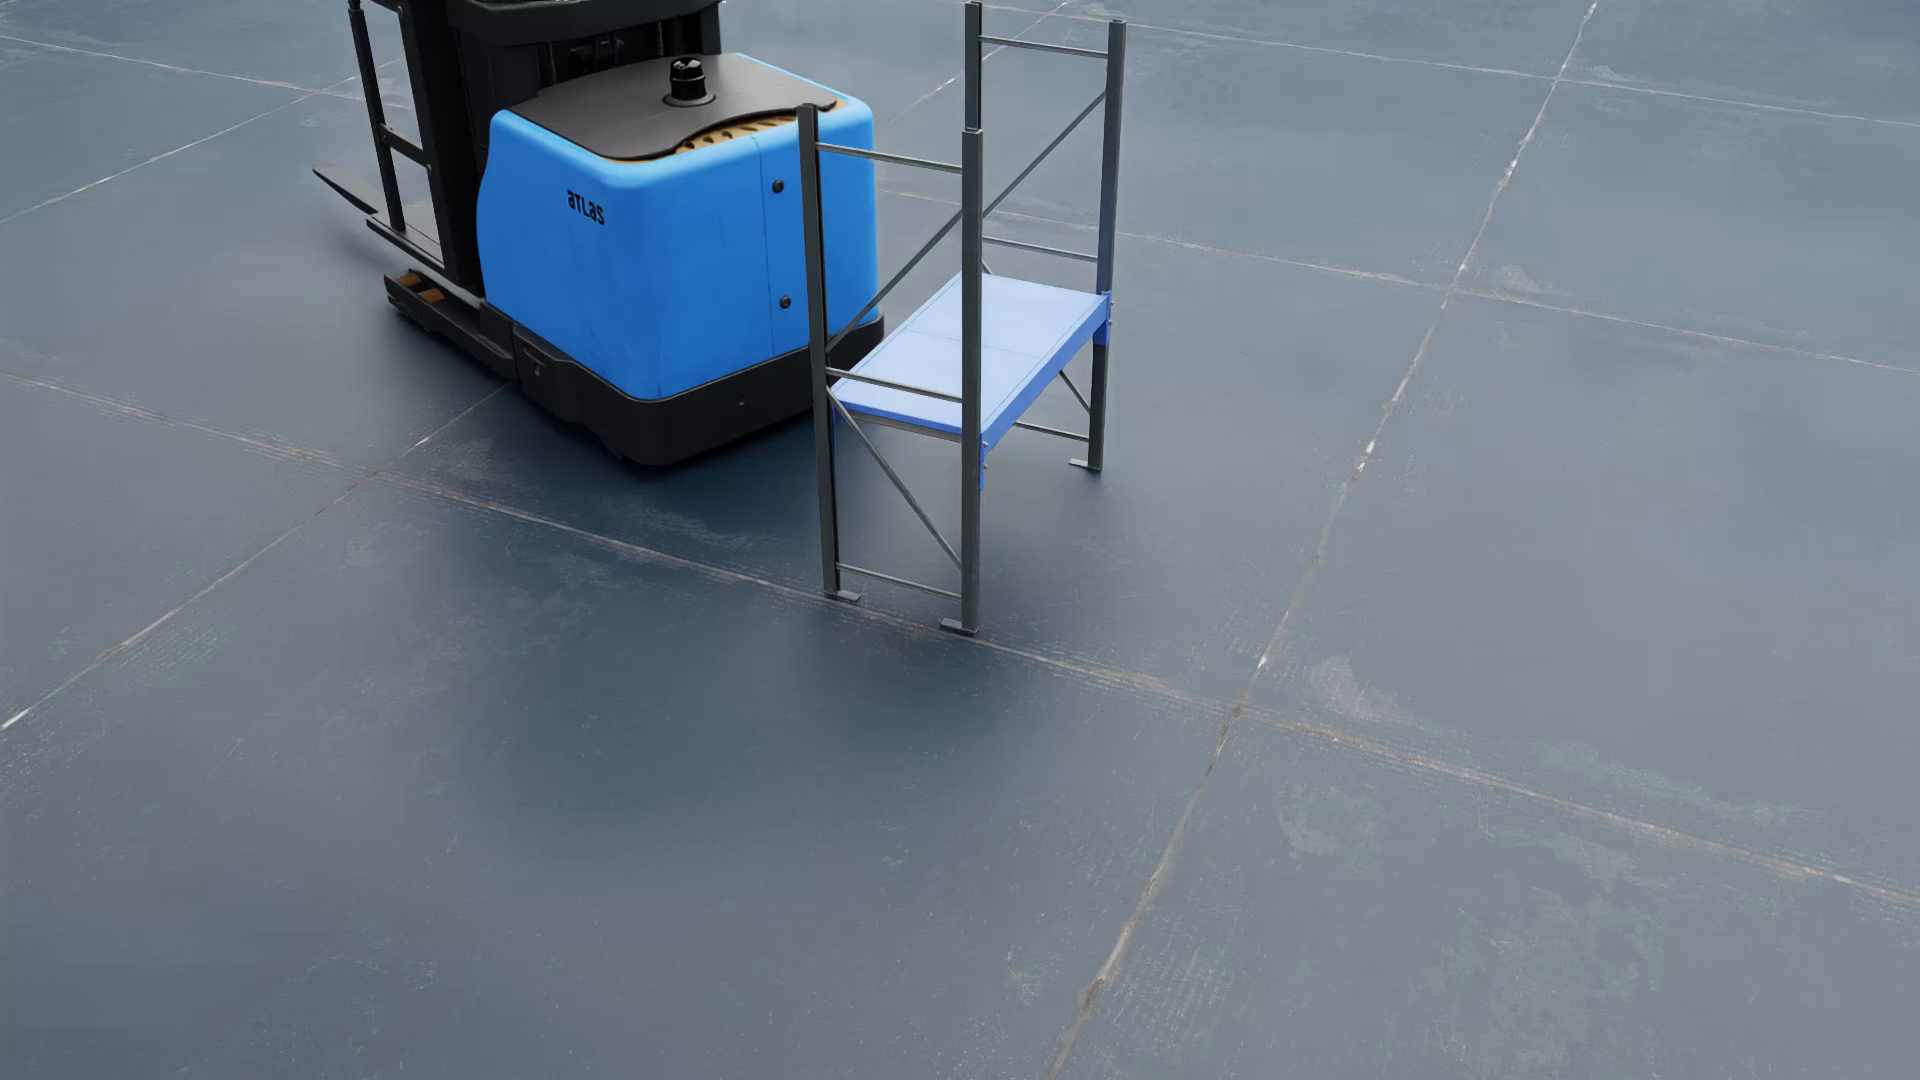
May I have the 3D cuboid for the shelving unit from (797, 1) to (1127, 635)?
[{"bbox_3d":[0.036,-0.670,4.904,0.538,1.500,1.048,14,36,20],"label":"shelving unit"}]

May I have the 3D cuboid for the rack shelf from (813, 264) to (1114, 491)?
[{"bbox_3d":[0.036,-0.519,5.002,0.538,0.185,1.000,14,36,20],"label":"rack shelf"}]

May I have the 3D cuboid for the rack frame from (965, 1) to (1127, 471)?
[{"bbox_3d":[0.248,-0.923,5.290,0.500,1.500,0.032,14,36,20],"label":"rack frame"}]

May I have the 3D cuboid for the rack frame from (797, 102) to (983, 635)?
[{"bbox_3d":[-0.177,-0.417,4.517,0.500,1.500,0.032,14,36,20],"label":"rack frame"}]

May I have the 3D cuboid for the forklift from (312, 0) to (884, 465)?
[{"bbox_3d":[-1.623,-2.199,5.931,1.130,2.935,3.031,-26,41,-34],"label":"forklift"}]
